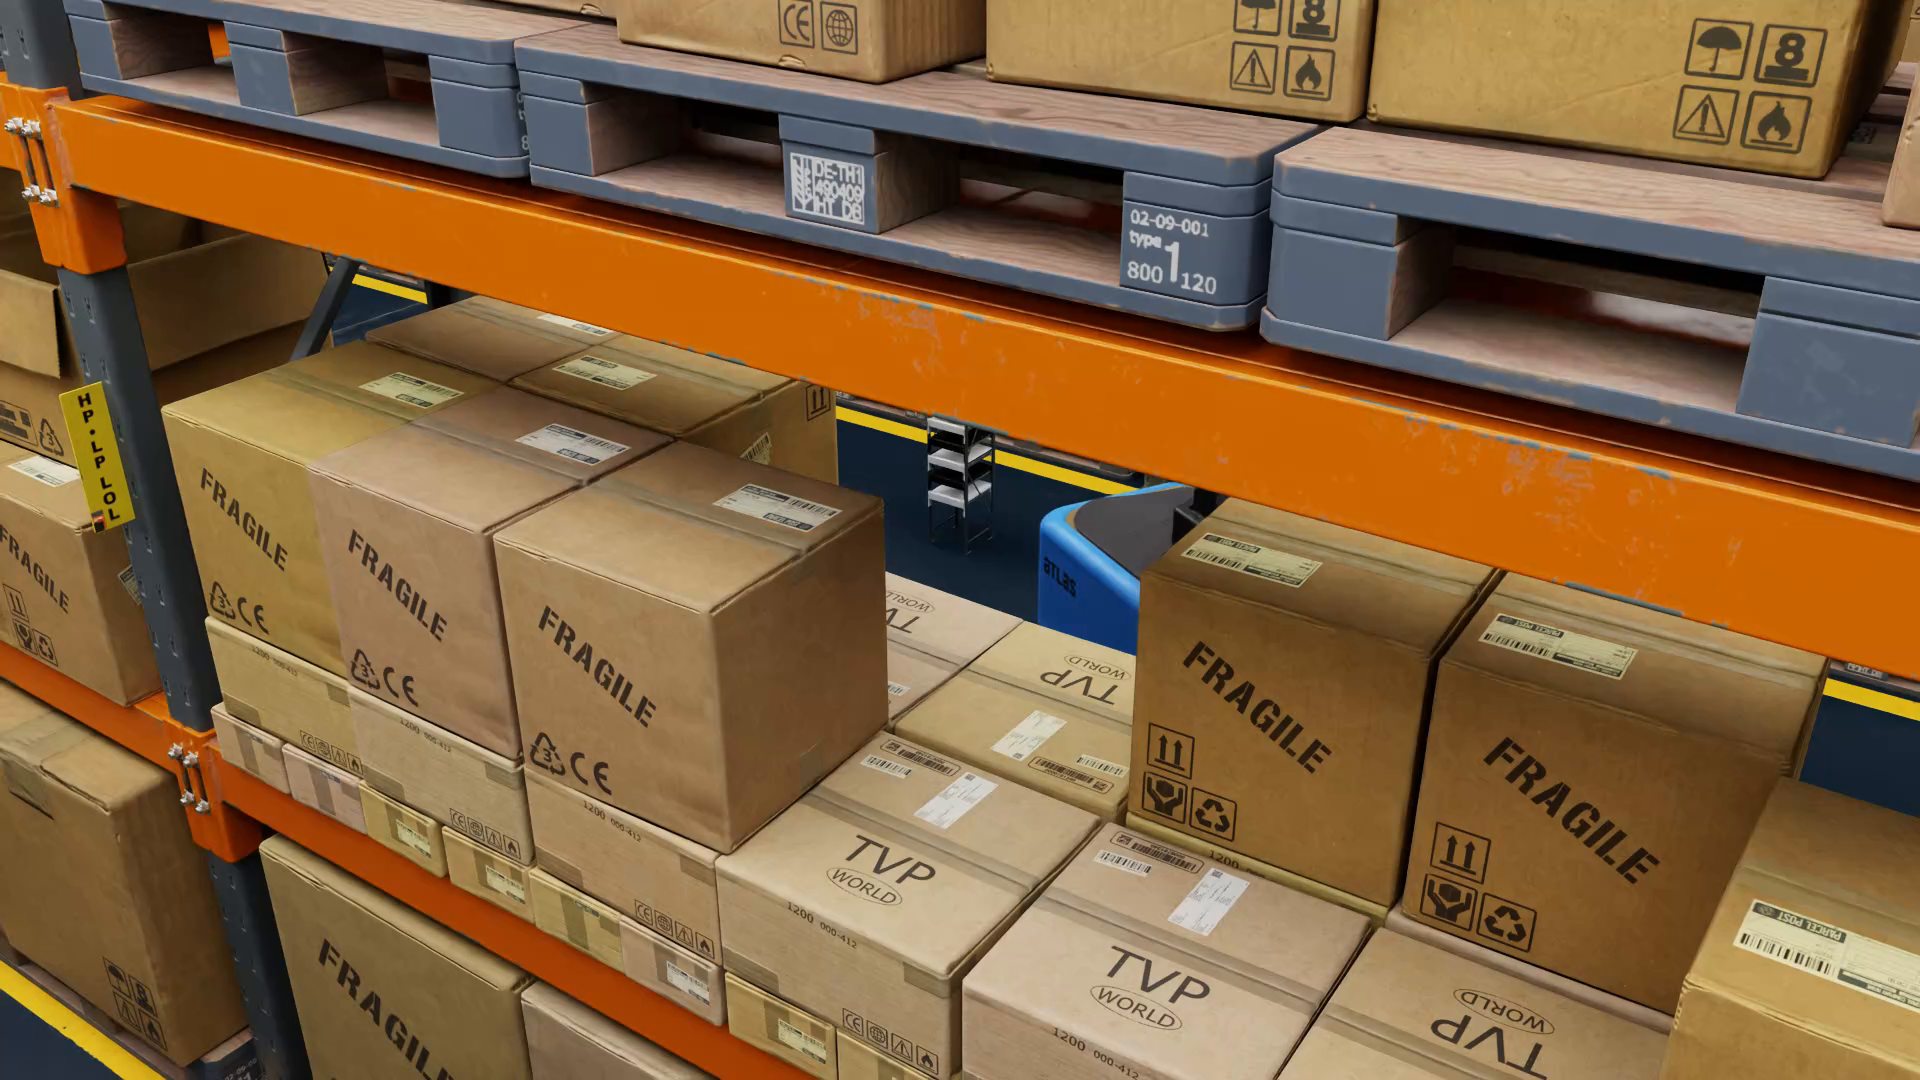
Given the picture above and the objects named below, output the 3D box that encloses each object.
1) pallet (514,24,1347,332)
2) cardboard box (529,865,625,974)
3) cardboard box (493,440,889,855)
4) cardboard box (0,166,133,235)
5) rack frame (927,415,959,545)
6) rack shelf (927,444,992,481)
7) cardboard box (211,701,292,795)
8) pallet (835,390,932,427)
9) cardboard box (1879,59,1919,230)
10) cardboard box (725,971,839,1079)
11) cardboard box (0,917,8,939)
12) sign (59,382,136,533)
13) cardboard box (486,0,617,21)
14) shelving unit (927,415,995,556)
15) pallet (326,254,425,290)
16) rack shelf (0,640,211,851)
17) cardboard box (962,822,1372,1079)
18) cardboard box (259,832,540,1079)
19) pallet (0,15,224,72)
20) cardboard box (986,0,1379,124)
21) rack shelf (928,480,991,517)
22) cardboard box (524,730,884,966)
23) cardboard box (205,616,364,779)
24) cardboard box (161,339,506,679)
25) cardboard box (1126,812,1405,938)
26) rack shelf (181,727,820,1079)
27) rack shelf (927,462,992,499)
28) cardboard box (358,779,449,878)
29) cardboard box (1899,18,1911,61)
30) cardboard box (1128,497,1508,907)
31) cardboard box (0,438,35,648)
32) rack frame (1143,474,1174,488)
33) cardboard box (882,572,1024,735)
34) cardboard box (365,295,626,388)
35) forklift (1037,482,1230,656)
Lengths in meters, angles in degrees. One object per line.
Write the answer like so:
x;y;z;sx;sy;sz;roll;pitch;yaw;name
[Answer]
0.105;-0.672;2.554;1.213;0.211;1.003;17;32;30;pallet
-0.646;0.677;3.389;0.250;0.149;0.380;17;31;30;cardboard box
-0.481;0.178;3.104;0.500;0.500;0.500;16;31;29;cardboard box
-2.655;-0.735;4.671;0.637;0.503;0.797;18;32;31;cardboard box
-0.077;-0.425;7.593;0.006;0.900;0.240;17;32;30;rack frame
0.007;-0.369;7.557;0.200;0.077;0.258;17;32;30;rack shelf
-1.509;0.410;3.914;0.250;0.149;0.380;17;32;30;cardboard box
-0.383;-1.038;9.557;1.213;0.211;1.003;17;32;30;pallet
1.274;-0.602;1.634;0.500;0.500;0.700;15;31;27;cardboard box
-0.223;0.810;3.129;0.250;0.149;0.380;16;31;29;cardboard box
-2.841;0.472;5.396;0.875;0.875;1.225;16;31;29;cardboard box
-1.864;-0.178;3.602;0.005;0.325;0.100;17;32;30;sign
-0.445;-1.197;2.804;0.500;0.500;0.700;19;33;33;cardboard box
0.007;-0.399;7.542;0.210;0.900;0.258;17;32;30;shelving unit
-3.676;-2.065;11.576;1.213;0.211;1.003;17;32;30;pallet
-3.213;-0.095;5.423;4.000;0.370;1.077;17;32;30;rack shelf
0.345;0.773;2.761;0.500;0.250;0.500;16;31;29;cardboard box
-1.066;1.057;4.245;0.875;0.875;0.875;17;32;30;cardboard box
-2.348;-1.371;4.040;1.217;0.209;0.805;16;31;28;pallet
0.424;-0.906;2.232;0.500;0.500;0.700;15;31;27;cardboard box
0.007;-0.209;7.639;0.200;0.077;0.258;17;32;30;rack shelf
-0.488;0.511;3.276;0.500;0.250;0.500;18;32;32;cardboard box
-1.326;0.251;3.788;0.500;0.250;0.500;17;31;29;cardboard box
-1.315;-0.084;3.618;0.500;0.500;0.500;17;32;30;cardboard box
0.645;0.574;3.153;0.500;0.250;0.500;16;31;29;cardboard box
0.084;0.932;3.405;4.000;0.370;1.077;17;32;30;rack shelf
0.007;-0.289;7.598;0.200;0.077;0.258;17;32;30;rack shelf
-1.075;0.545;3.649;0.250;0.149;0.380;18;32;32;cardboard box
5.568;-3.027;10.280;0.500;0.500;0.500;17;31;30;cardboard box
0.647;0.242;2.979;0.500;0.500;0.500;16;31;29;cardboard box
-2.509;-0.094;4.518;0.500;0.500;0.500;18;32;32;cardboard box
1.240;-1.754;7.889;0.127;3.000;1.000;17;32;30;rack frame
-0.203;0.310;3.670;0.500;0.250;0.500;18;32;31;cardboard box
-1.034;-0.284;4.012;0.500;0.500;0.500;18;32;32;cardboard box
1.361;0.051;4.419;1.130;2.935;3.031;-13;30;-23;forklift
